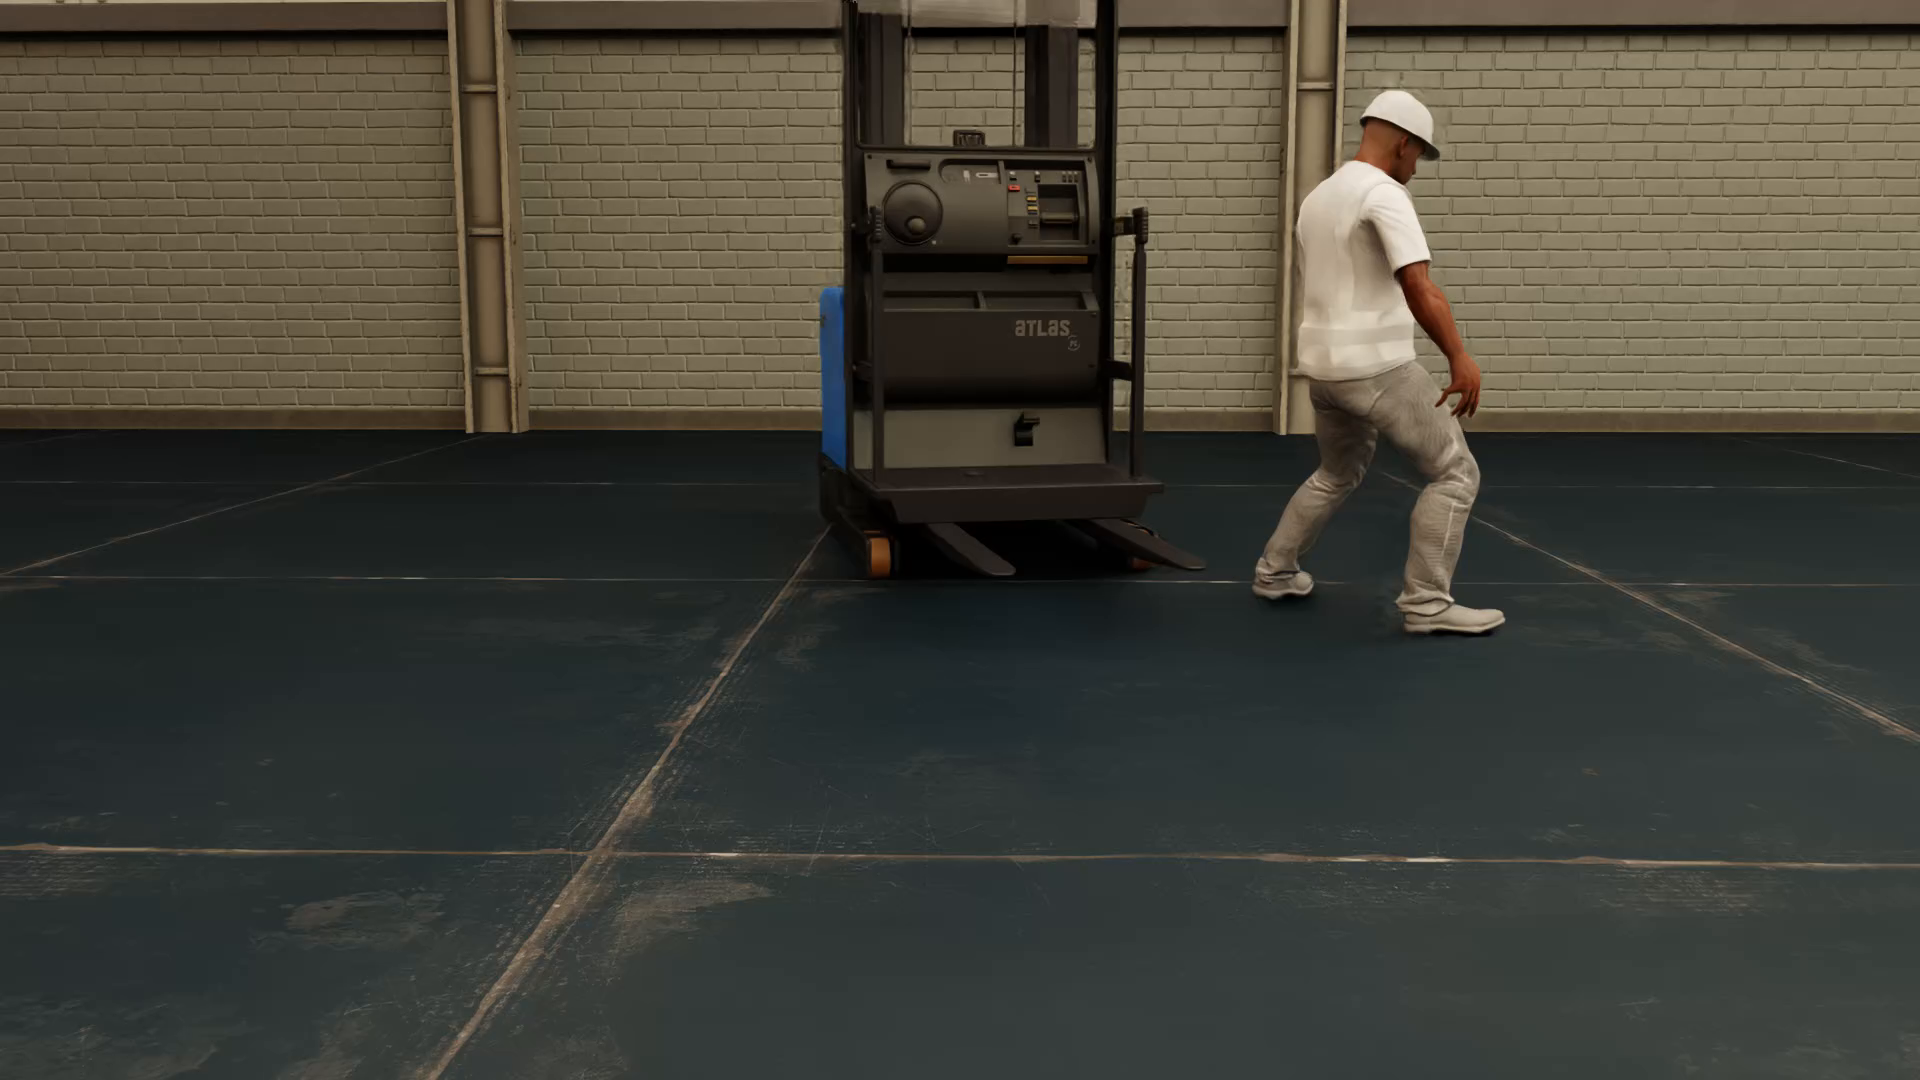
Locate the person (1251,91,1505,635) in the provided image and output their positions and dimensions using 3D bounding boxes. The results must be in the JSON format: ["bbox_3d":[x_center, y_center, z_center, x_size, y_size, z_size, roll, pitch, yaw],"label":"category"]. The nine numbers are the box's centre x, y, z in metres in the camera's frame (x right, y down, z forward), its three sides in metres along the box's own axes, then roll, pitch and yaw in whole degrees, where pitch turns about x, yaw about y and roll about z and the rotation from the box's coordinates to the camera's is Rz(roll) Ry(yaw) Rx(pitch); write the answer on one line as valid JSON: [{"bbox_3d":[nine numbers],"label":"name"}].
[{"bbox_3d":[1.352,-0.572,5.347,0.547,1.680,0.972,-2,9,-14],"label":"person"}]

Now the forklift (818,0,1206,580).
[{"bbox_3d":[0.131,-1.358,6.313,1.130,2.935,3.031,-2,9,-11],"label":"forklift"}]
